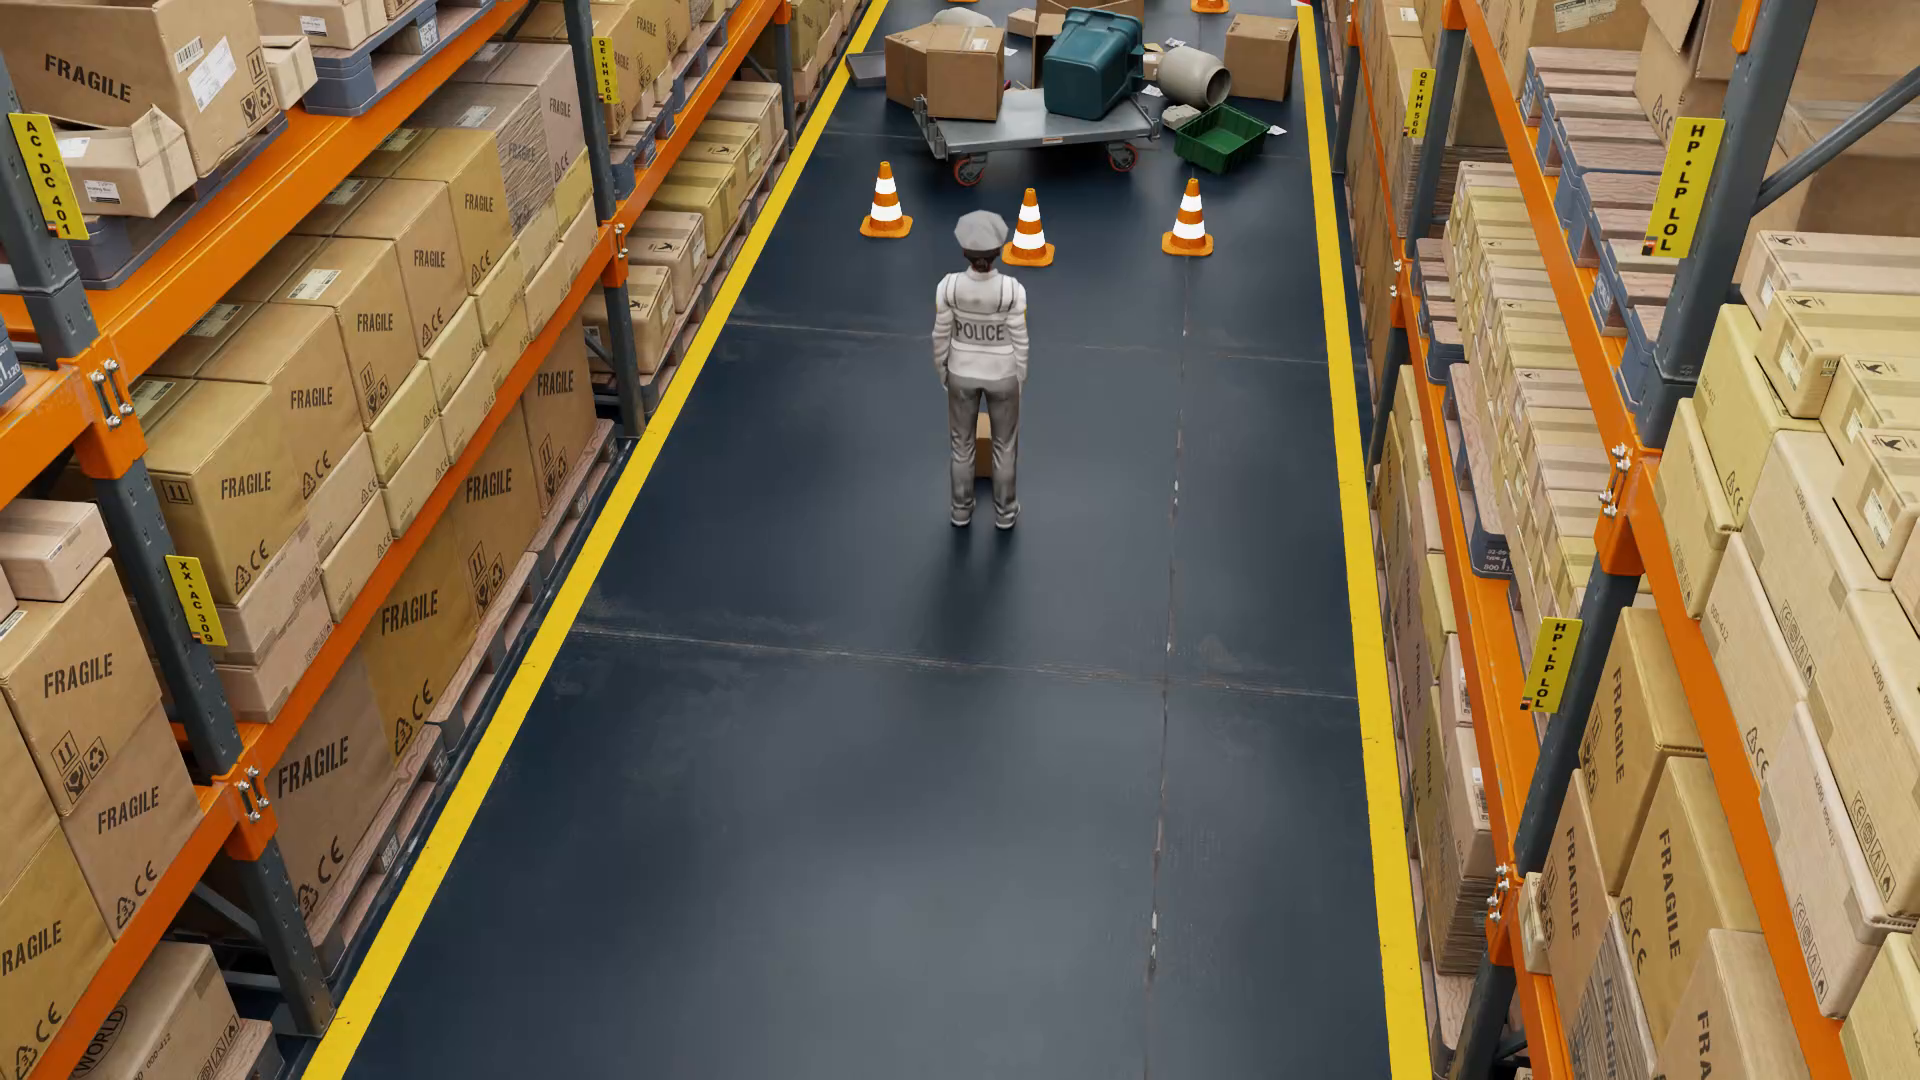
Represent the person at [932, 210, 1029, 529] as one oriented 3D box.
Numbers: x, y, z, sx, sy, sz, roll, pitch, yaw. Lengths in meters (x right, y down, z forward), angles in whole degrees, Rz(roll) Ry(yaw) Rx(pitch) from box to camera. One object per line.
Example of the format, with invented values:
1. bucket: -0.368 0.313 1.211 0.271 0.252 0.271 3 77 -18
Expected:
1. person: 0.111 -0.805 8.116 0.449 1.691 0.345 5 37 7
